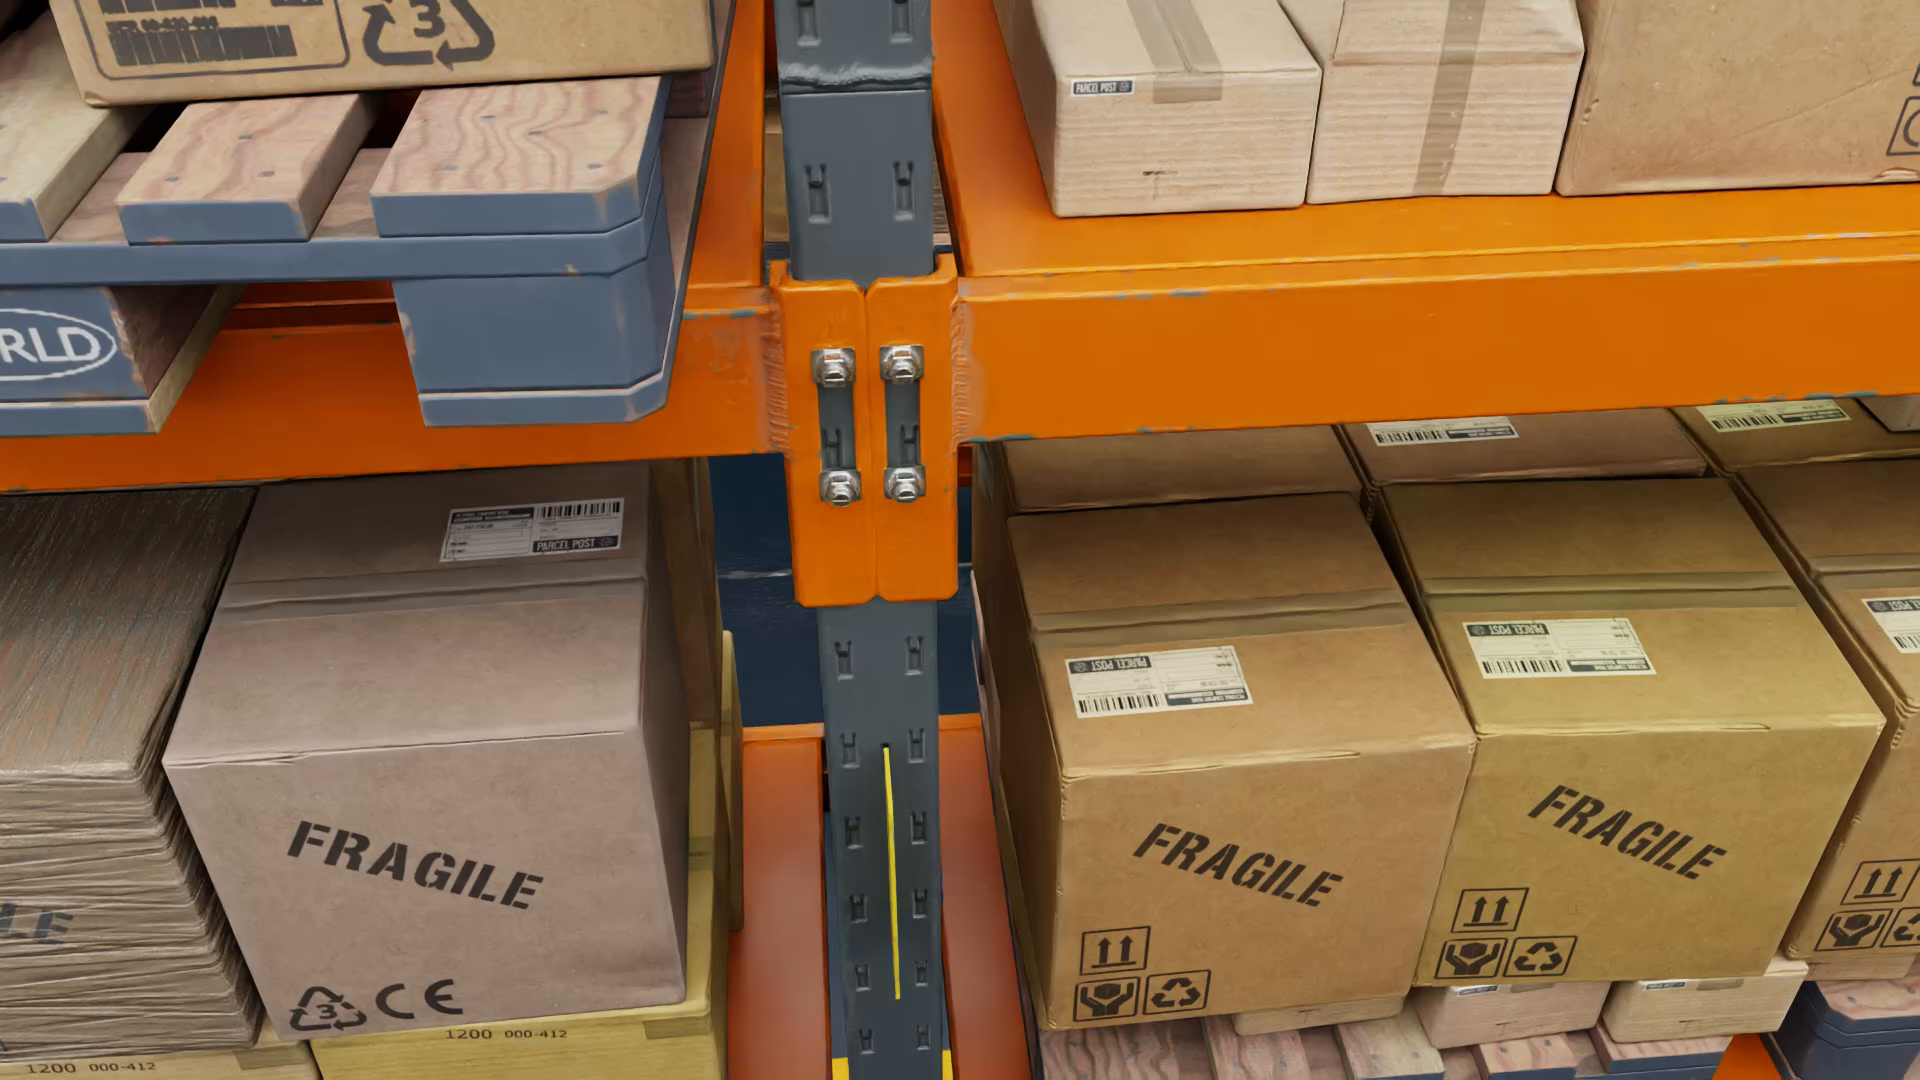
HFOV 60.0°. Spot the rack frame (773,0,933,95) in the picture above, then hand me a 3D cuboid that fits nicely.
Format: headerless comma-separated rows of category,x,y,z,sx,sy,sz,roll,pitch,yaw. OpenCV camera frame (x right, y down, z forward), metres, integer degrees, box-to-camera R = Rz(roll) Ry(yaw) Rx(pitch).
rack frame,-0.130,-1.857,0.838,0.127,3.000,1.000,-3,38,-4

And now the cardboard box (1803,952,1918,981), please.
cardboard box,1.280,0.484,2.579,0.250,0.149,0.380,-1,38,-1

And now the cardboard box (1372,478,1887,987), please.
cardboard box,0.857,0.263,2.335,0.500,0.500,0.500,-1,38,-2

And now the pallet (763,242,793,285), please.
pallet,-1.320,-1.451,7.419,1.213,0.211,1.003,-3,38,-4

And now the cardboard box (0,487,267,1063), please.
cardboard box,-1.132,0.290,2.073,0.500,0.500,0.500,-3,38,-3

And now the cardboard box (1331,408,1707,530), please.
cardboard box,0.812,-0.054,2.737,0.500,0.500,0.500,-4,38,-5

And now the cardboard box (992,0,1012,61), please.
cardboard box,0.165,-0.727,2.031,0.250,0.149,0.380,-3,38,-4

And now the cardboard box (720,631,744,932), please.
cardboard box,-0.640,0.429,2.906,0.500,0.250,0.500,-4,38,-5

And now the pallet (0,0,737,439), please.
pallet,-0.767,-0.537,1.740,1.003,0.211,1.213,-1,38,-2

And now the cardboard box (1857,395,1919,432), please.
cardboard box,1.474,-0.341,2.577,0.250,0.149,0.380,-5,39,-6

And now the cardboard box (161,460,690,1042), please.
cardboard box,-0.622,0.257,2.115,0.500,0.500,0.500,-4,38,-5

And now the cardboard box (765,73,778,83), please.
cardboard box,-1.018,-1.897,7.412,0.500,0.500,0.500,-2,38,-2

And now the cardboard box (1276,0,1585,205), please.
cardboard box,0.453,-0.553,1.716,0.258,0.266,0.396,-3,38,-4

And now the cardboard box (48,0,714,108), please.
cardboard box,-0.492,-0.771,1.461,0.637,0.503,0.797,-5,39,-7

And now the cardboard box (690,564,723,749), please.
cardboard box,-0.657,0.237,2.746,0.500,0.250,0.500,-3,38,-4

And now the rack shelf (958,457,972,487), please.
rack shelf,0.014,-0.249,5.556,0.180,0.103,0.258,-3,38,-4

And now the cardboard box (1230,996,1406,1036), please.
cardboard box,0.495,0.534,2.515,0.250,0.149,0.380,-5,39,-7

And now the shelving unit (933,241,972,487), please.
shelving unit,0.014,-0.472,5.379,0.189,1.200,0.258,-3,38,-4

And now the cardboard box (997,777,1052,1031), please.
cardboard box,0.210,0.529,2.521,0.250,0.149,0.380,-5,39,-7

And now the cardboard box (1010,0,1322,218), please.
cardboard box,0.199,-0.493,1.734,0.250,0.149,0.380,-3,38,-4

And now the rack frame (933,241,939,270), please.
rack frame,-0.077,-0.467,5.373,0.006,1.200,0.240,-3,38,-4

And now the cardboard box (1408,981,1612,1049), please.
cardboard box,0.771,0.548,2.498,0.250,0.149,0.380,-6,39,-7

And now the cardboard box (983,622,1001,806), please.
cardboard box,0.176,0.269,2.851,0.250,0.149,0.380,-2,38,-2

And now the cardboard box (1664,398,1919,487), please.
cardboard box,1.315,-0.082,2.773,0.500,0.500,0.500,-6,39,-7

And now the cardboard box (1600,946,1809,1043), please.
cardboard box,1.047,0.546,2.501,0.250,0.149,0.380,-3,38,-4

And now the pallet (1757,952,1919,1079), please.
pallet,1.838,0.440,2.926,1.213,0.211,1.003,-3,38,-4

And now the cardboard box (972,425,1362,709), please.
cardboard box,0.298,-0.019,2.692,0.500,0.500,0.500,-4,38,-5

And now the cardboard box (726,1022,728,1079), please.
cardboard box,-0.611,0.745,2.505,0.500,0.250,0.500,-4,38,-6

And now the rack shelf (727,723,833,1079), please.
rack shelf,-2.122,0.891,2.780,4.000,0.370,1.077,-3,38,-4

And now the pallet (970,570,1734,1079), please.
pallet,0.570,0.469,2.889,1.003,0.211,1.213,-3,38,-4

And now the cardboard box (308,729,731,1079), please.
cardboard box,-0.590,0.545,2.356,0.500,0.250,0.500,-3,38,-4

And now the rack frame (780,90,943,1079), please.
rack frame,-0.130,0.499,2.697,0.127,3.000,1.000,-3,38,-4

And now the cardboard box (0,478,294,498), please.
cardboard box,-1.136,-0.024,2.471,0.500,0.500,0.500,-3,38,-4

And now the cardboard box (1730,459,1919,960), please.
cardboard box,1.385,0.230,2.378,0.500,0.500,0.500,-3,38,-3

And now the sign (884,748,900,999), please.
sign,-0.078,0.386,1.904,0.005,0.325,0.100,-3,38,-4

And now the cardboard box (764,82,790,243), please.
cardboard box,-0.976,-1.592,7.024,0.500,0.500,0.500,-2,38,-3

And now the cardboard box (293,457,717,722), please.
cardboard box,-0.643,-0.057,2.513,0.500,0.500,0.500,-4,38,-5

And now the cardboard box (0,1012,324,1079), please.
cardboard box,-1.100,0.575,2.317,0.500,0.250,0.500,-4,38,-5

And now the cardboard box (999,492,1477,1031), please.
cardboard box,0.339,0.296,2.294,0.500,0.500,0.500,-4,38,-5

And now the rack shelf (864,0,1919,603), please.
rack shelf,1.862,-0.506,2.129,4.000,0.370,1.077,-3,38,-4

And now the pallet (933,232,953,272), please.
pallet,0.250,-1.490,7.468,1.213,0.211,1.003,-3,38,-4

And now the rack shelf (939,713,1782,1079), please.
rack shelf,1.862,0.671,3.058,4.000,0.370,1.077,-3,38,-4

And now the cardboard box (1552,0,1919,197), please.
cardboard box,0.815,-0.764,1.795,0.500,0.500,0.700,-3,38,-4

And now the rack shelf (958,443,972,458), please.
rack shelf,0.014,-0.343,5.481,0.180,0.103,0.258,-3,38,-4

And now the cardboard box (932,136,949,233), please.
cardboard box,0.049,-1.822,7.216,0.625,0.625,0.875,-2,38,-3

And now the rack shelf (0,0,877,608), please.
rack shelf,-2.122,-0.287,1.851,4.000,0.370,1.077,-3,38,-4
